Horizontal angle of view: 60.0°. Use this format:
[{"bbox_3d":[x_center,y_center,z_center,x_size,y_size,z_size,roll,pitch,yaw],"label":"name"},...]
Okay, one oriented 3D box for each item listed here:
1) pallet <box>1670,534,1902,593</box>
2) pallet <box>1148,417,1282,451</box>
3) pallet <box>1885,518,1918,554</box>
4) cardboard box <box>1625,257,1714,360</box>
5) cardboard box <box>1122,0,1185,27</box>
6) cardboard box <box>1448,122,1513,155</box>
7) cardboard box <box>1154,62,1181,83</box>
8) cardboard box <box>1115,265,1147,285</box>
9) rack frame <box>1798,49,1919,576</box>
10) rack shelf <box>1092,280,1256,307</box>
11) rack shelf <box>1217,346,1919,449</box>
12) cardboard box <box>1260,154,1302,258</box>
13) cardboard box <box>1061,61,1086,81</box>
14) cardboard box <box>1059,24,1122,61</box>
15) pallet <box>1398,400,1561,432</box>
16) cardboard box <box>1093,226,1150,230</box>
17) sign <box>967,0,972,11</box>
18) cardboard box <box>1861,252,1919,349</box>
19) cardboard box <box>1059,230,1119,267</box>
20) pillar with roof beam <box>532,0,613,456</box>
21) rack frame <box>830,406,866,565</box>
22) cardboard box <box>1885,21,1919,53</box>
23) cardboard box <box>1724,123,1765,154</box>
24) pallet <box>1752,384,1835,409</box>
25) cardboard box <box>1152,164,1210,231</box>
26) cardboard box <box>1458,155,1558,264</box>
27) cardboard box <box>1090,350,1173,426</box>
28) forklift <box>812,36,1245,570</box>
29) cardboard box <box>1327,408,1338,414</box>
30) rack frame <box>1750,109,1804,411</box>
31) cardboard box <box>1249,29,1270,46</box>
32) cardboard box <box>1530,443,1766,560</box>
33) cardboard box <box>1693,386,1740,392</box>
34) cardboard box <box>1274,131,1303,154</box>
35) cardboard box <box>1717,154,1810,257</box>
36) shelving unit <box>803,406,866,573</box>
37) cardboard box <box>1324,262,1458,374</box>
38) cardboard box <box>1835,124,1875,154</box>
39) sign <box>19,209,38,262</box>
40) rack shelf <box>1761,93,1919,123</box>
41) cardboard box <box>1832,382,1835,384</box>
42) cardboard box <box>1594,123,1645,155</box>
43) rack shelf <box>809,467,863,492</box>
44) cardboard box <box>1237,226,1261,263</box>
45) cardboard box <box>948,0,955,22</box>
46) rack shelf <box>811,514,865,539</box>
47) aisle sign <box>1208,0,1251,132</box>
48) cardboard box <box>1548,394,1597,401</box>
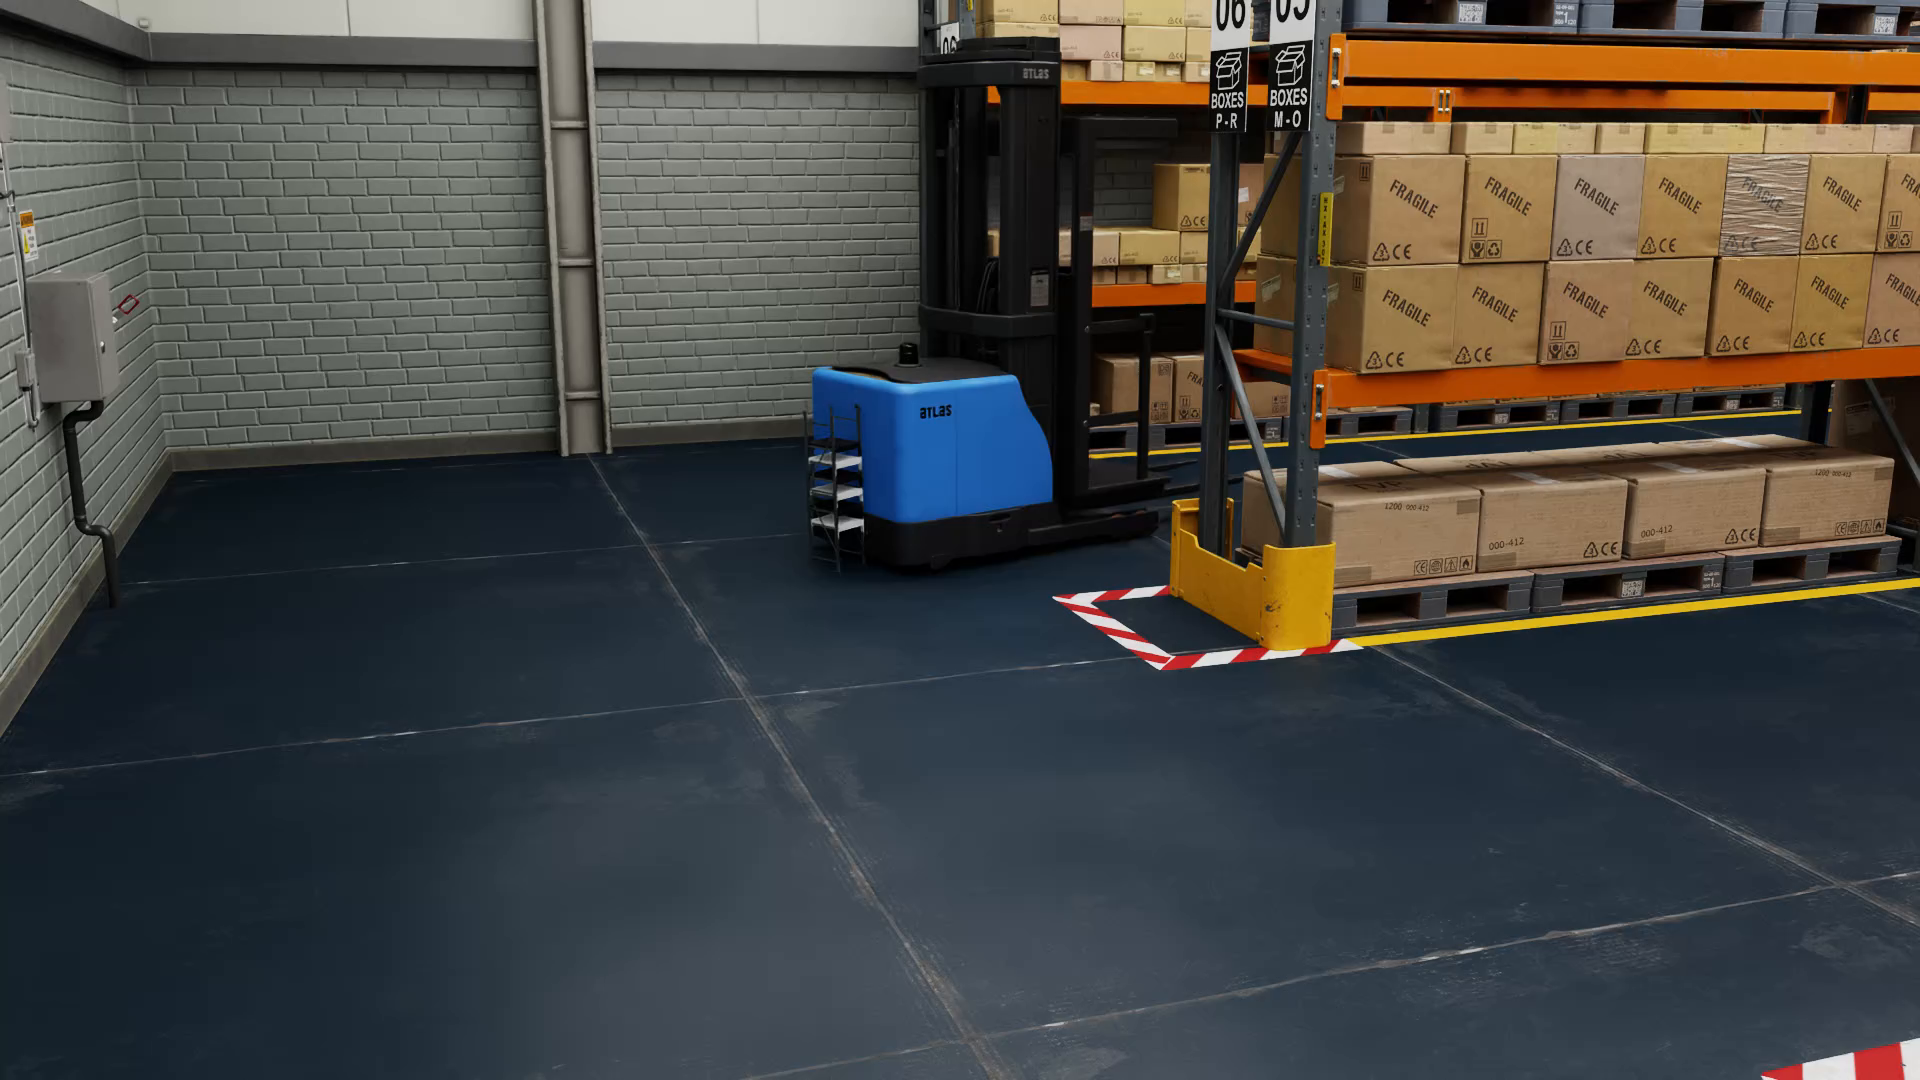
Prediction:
[{"bbox_3d":[4.527,0.032,9.552,1.213,0.211,1.003,-4,14,-18],"label":"pallet"},{"bbox_3d":[1.877,-0.954,13.697,1.213,0.211,1.003,-4,14,-18],"label":"pallet"},{"bbox_3d":[5.980,-0.080,10.025,1.213,0.211,1.003,-4,14,-18],"label":"pallet"},{"bbox_3d":[3.456,-1.207,8.519,0.500,0.500,0.500,-4,14,-16],"label":"cardboard box"},{"bbox_3d":[1.356,-3.982,12.521,0.500,0.250,0.500,-5,14,-19],"label":"cardboard box"},{"bbox_3d":[2.415,-1.913,7.927,0.250,0.149,0.380,-4,14,-16],"label":"cardboard box"},{"bbox_3d":[1.490,-3.555,12.668,0.250,0.149,0.380,-5,14,-19],"label":"cardboard box"},{"bbox_3d":[1.268,-2.081,12.951,0.250,0.149,0.380,-4,14,-17],"label":"cardboard box"},{"bbox_3d":[5.273,-1.364,9.393,0.127,3.000,1.000,-4,14,-18],"label":"rack frame"},{"bbox_3d":[1.791,-1.954,13.432,4.000,0.370,1.077,-4,14,-18],"label":"rack shelf"},{"bbox_3d":[3.377,-0.866,8.856,4.000,0.370,1.077,-4,14,-18],"label":"rack shelf"},{"bbox_3d":[1.863,-1.691,8.394,0.500,0.500,0.500,-4,14,-16],"label":"cardboard box"},{"bbox_3d":[0.760,-3.507,12.464,0.250,0.149,0.380,-4,14,-18],"label":"cardboard box"},{"bbox_3d":[0.878,-3.703,12.426,0.500,0.250,0.500,-4,14,-17],"label":"cardboard box"},{"bbox_3d":[4.445,-1.164,14.579,1.213,0.211,1.003,-4,14,-18],"label":"pallet"},{"bbox_3d":[1.206,-2.394,13.406,0.500,0.250,0.500,-4,14,-16],"label":"cardboard box"},{"bbox_3d":[0.068,-3.922,11.779,0.005,0.325,0.100,-4,14,-18],"label":"sign"},{"bbox_3d":[4.915,-1.322,9.002,0.500,0.500,0.500,-4,14,-18],"label":"cardboard box"},{"bbox_3d":[0.889,-2.240,12.760,0.500,0.250,0.500,-4,14,-17],"label":"cardboard box"},{"bbox_3d":[-1.575,-4.130,8.059,0.400,9.000,9.100,-4,14,-18],"label":"pillar with roof beam"},{"bbox_3d":[-0.639,-0.308,9.469,0.240,0.900,0.006,12,20,41],"label":"rack frame"},{"bbox_3d":[8.242,-4.508,14.791,0.500,0.500,0.500,-4,14,-18],"label":"cardboard box"},{"bbox_3d":[3.851,-2.041,8.463,0.250,0.149,0.380,-5,14,-19],"label":"cardboard box"},{"bbox_3d":[8.270,-1.443,15.752,1.213,0.211,1.003,-4,14,-18],"label":"pallet"},{"bbox_3d":[1.833,-2.678,12.982,0.500,0.500,0.500,-4,14,-17],"label":"cardboard box"},{"bbox_3d":[2.515,-1.616,8.078,0.500,0.500,0.500,-5,14,-20],"label":"cardboard box"},{"bbox_3d":[1.328,-1.224,13.300,0.500,0.500,0.700,-4,14,-16],"label":"cardboard box"},{"bbox_3d":[0.609,-1.507,10.145,3.031,2.935,1.130,-9,16,-35],"label":"forklift"},{"bbox_3d":[2.914,-1.194,13.682,0.258,0.266,0.396,-4,14,-16],"label":"cardboard box"},{"bbox_3d":[7.477,-2.747,15.210,0.127,3.000,1.000,-4,14,-18],"label":"rack frame"},{"bbox_3d":[2.330,-3.816,12.905,0.500,0.250,0.500,-4,14,-17],"label":"cardboard box"},{"bbox_3d":[3.795,-0.232,9.267,0.875,0.438,0.875,-5,14,-20],"label":"cardboard box"},{"bbox_3d":[6.668,-1.622,14.976,0.500,0.500,0.500,-5,14,-19],"label":"cardboard box"},{"bbox_3d":[1.758,-1.989,8.246,0.250,0.149,0.380,-4,14,-17],"label":"cardboard box"},{"bbox_3d":[3.951,-1.728,8.548,0.500,0.500,0.500,-4,14,-17],"label":"cardboard box"},{"bbox_3d":[-0.708,-0.288,9.396,0.258,0.900,0.210,12,20,41],"label":"shelving unit"},{"bbox_3d":[2.028,-1.089,8.025,0.500,0.500,0.500,-5,14,-19],"label":"cardboard box"},{"bbox_3d":[4.559,-2.110,8.752,0.250,0.149,0.380,-4,14,-18],"label":"cardboard box"},{"bbox_3d":[-4.565,-1.493,8.152,0.001,0.242,0.339,-4,14,-18],"label":"sign"},{"bbox_3d":[9.373,-4.004,15.567,4.000,0.370,1.077,-4,14,-18],"label":"rack shelf"},{"bbox_3d":[8.073,-1.839,15.617,0.625,0.625,0.875,-4,14,-16],"label":"cardboard box"},{"bbox_3d":[3.141,-1.977,8.194,0.250,0.149,0.380,-4,14,-18],"label":"cardboard box"},{"bbox_3d":[-0.709,-0.343,9.382,0.258,0.077,0.200,12,20,41],"label":"rack shelf"},{"bbox_3d":[2.335,-2.358,13.257,0.500,0.250,0.500,-5,14,-18],"label":"cardboard box"},{"bbox_3d":[0.227,-4.025,12.701,0.500,0.250,0.500,-5,14,-20],"label":"cardboard box"},{"bbox_3d":[-0.703,-0.082,9.450,0.258,0.077,0.200,12,20,41],"label":"rack shelf"},{"bbox_3d":[1.315,-2.396,8.115,0.004,0.787,0.394,-4,14,-18],"label":"aisle sign"},{"bbox_3d":[5.193,-1.504,14.477,0.500,0.500,0.500,-5,14,-20],"label":"cardboard box"}]
